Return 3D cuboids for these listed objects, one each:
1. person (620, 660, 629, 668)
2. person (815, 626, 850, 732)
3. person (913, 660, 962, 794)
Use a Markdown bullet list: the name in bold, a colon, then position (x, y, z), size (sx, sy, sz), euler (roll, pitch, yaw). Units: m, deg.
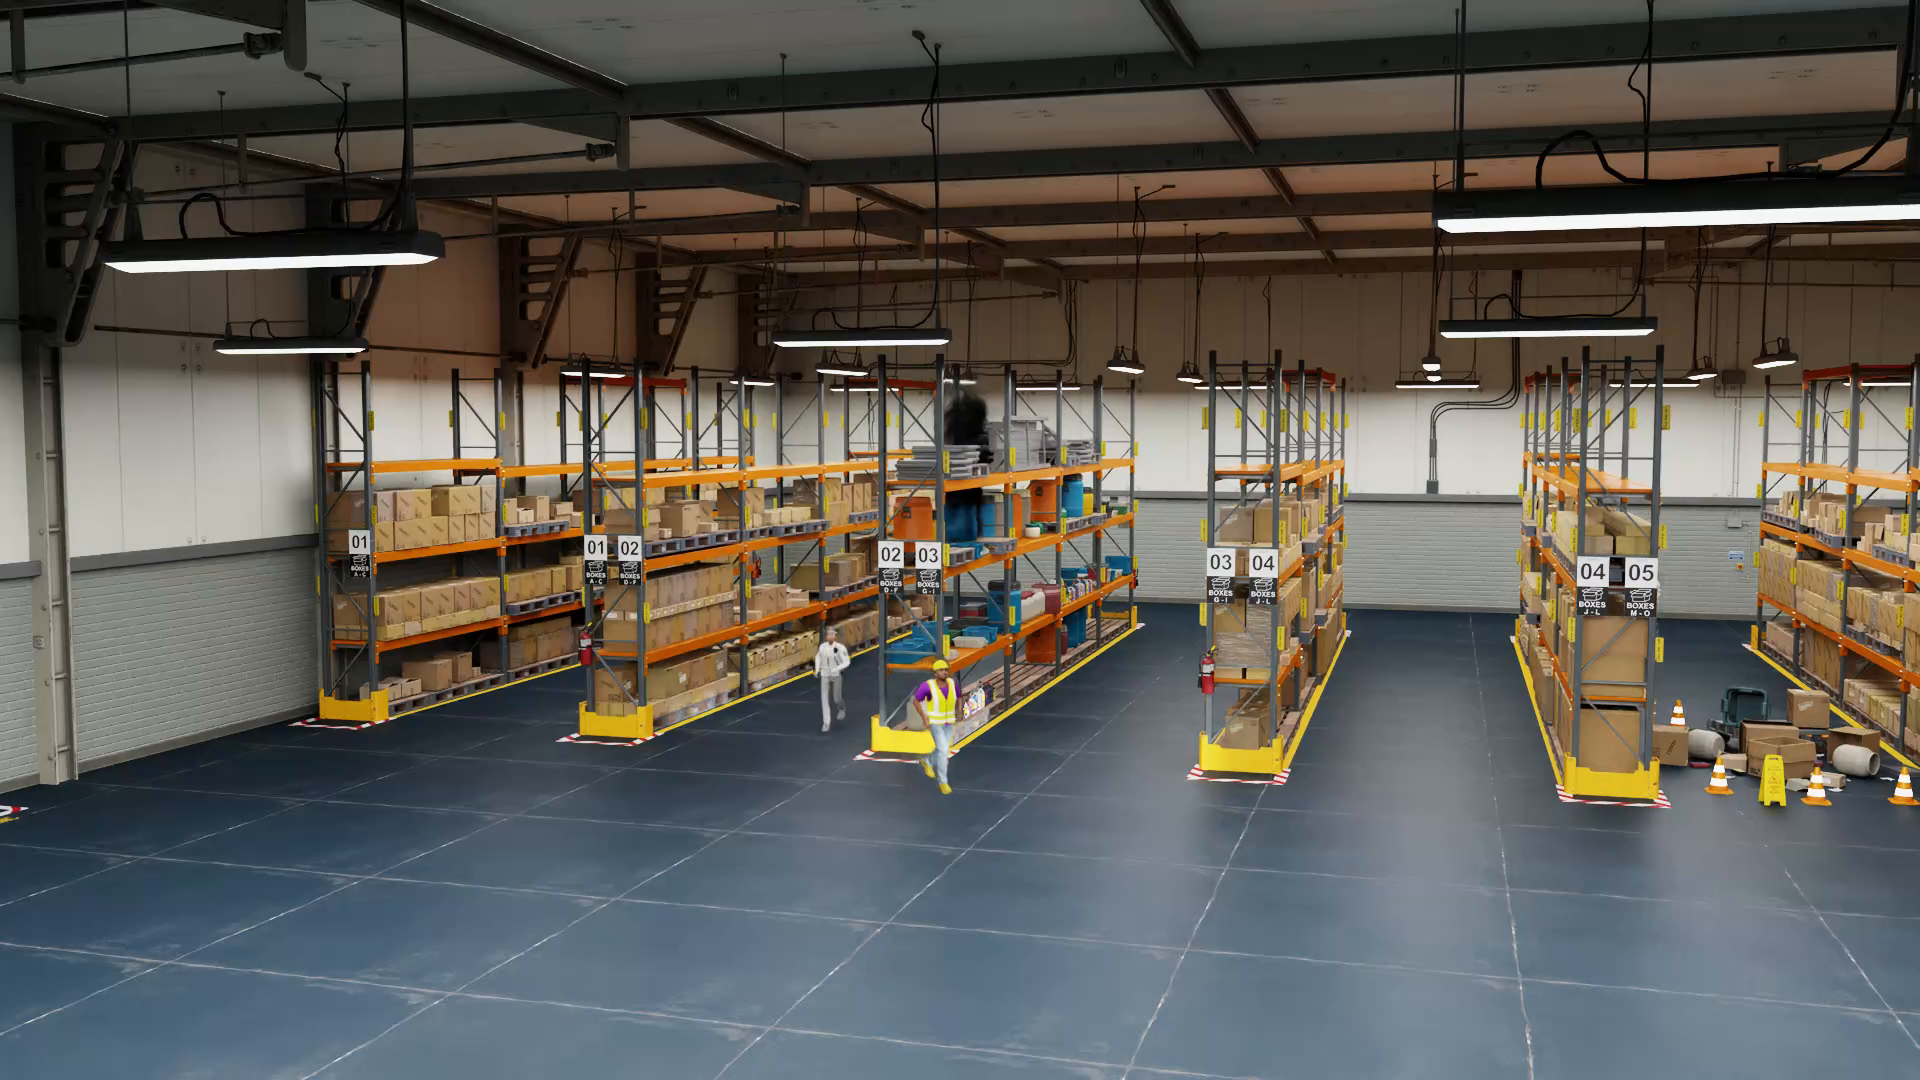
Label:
- **person**: position (-5.994, 2.023, 30.412), size (0.574, 1.639, 0.585), euler (1, 4, 19)
- **person**: position (-2.084, 2.223, 27.052), size (0.642, 1.671, 0.876), euler (1, 4, 12)
- **person**: position (-0.290, 2.501, 22.670), size (0.692, 1.780, 0.848), euler (-3, 5, -33)
